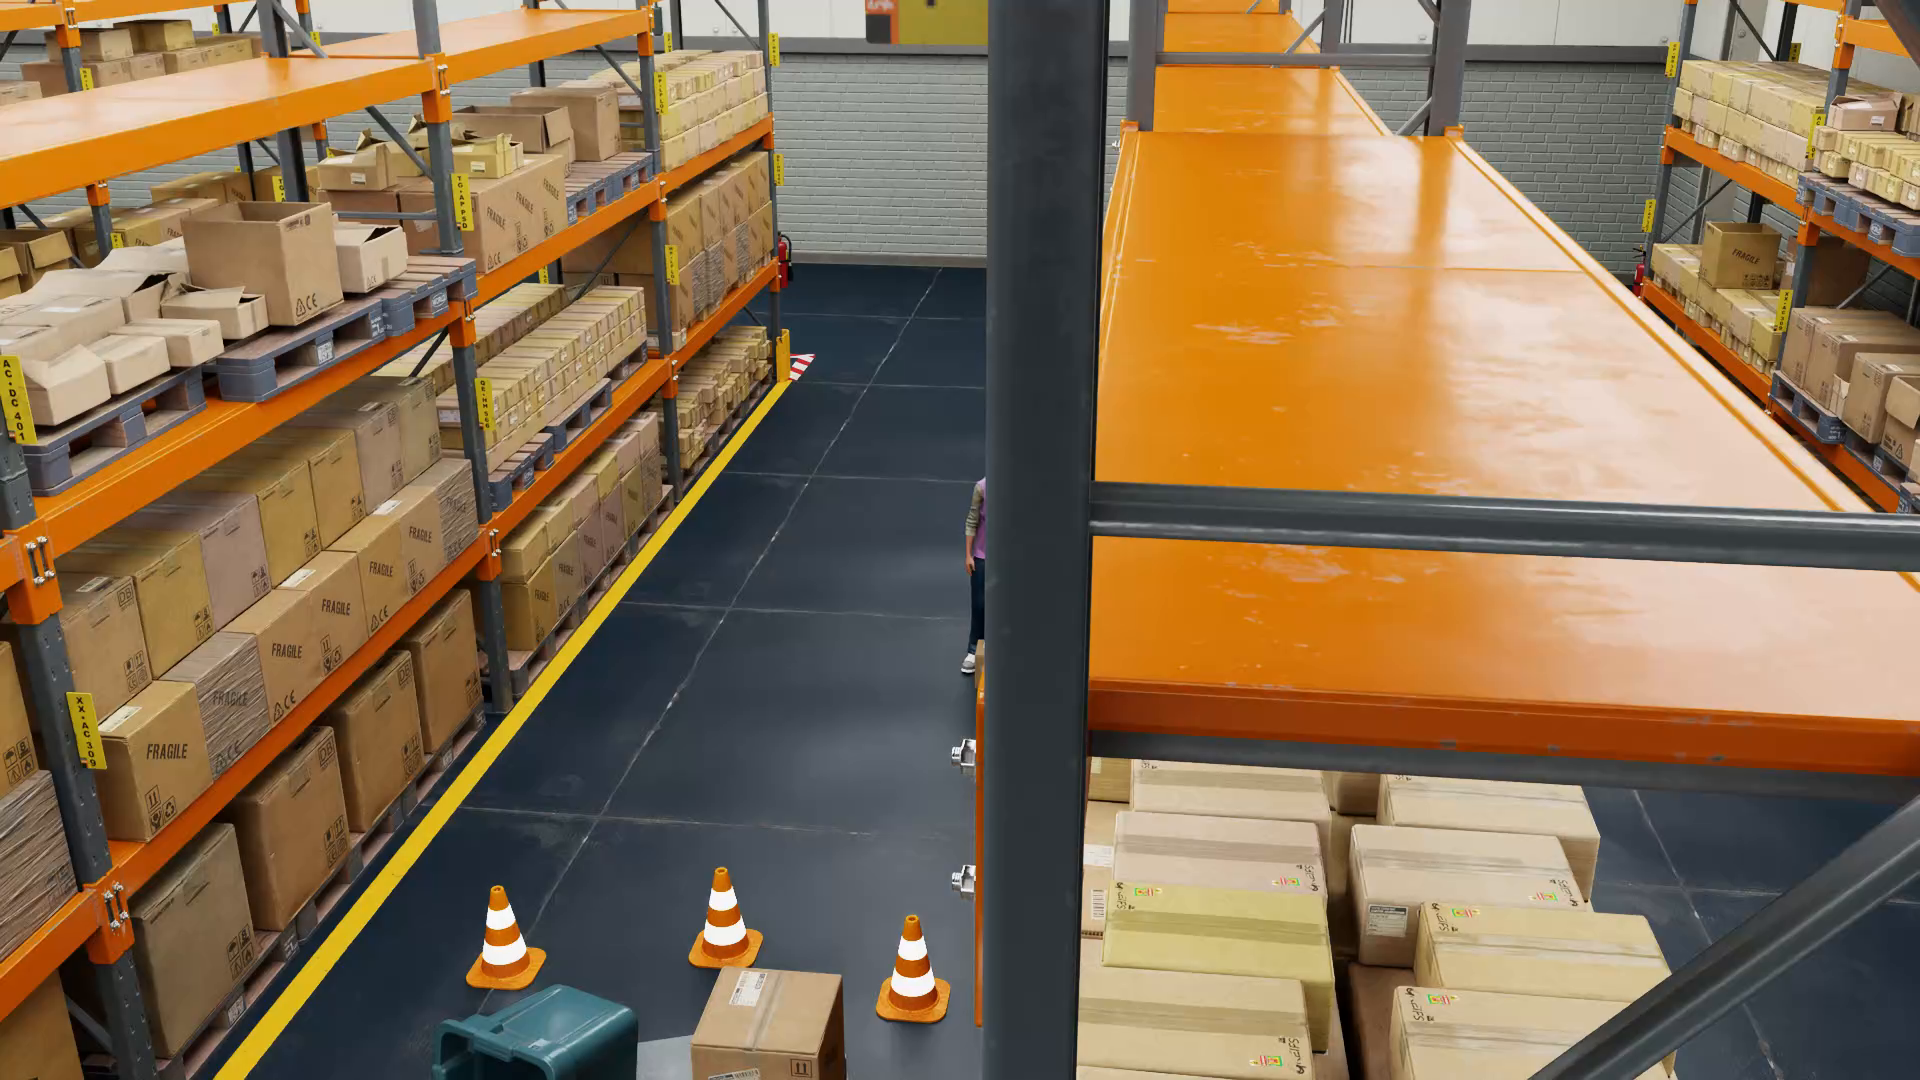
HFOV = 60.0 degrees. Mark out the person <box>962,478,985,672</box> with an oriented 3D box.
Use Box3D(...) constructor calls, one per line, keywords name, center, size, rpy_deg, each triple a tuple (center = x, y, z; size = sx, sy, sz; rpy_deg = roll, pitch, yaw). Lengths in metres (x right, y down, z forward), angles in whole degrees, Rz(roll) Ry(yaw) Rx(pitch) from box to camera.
Box3D(name="person", center=(0.258, 0.128, 11.152), size=(0.484, 1.593, 0.344), rpy_deg=(1, 22, 3))
